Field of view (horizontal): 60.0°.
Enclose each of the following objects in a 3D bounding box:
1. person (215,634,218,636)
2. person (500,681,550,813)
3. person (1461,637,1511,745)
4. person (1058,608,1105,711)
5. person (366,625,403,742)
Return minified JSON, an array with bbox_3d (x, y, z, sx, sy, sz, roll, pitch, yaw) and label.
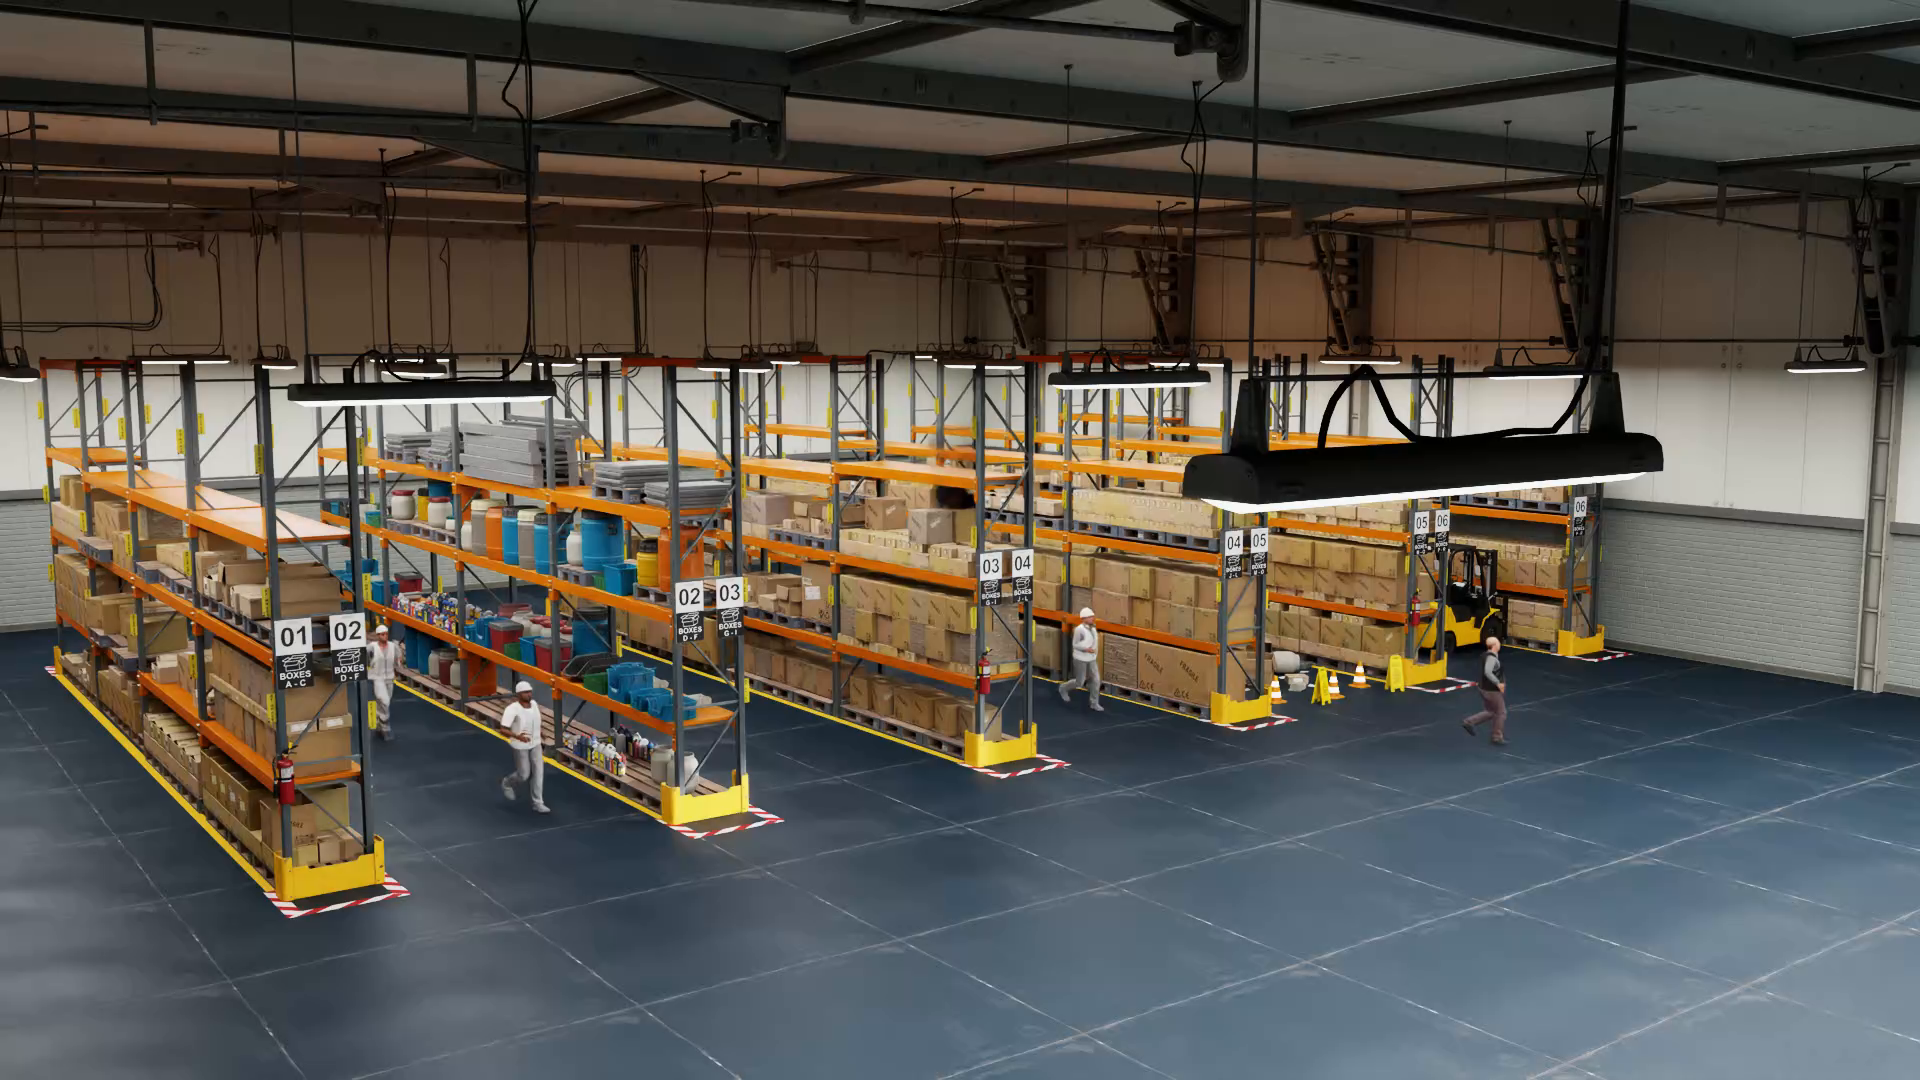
[{"bbox_3d":[-13.729,1.824,31.094,0.585,1.550,0.539,7,9,44],"label":"person"},{"bbox_3d":[-5.830,2.765,22.364,0.860,1.745,0.712,5,9,38],"label":"person"},{"bbox_3d":[8.292,2.367,26.102,0.749,1.709,0.685,1,7,5],"label":"person"},{"bbox_3d":[2.110,2.028,28.582,0.927,1.764,0.646,7,9,44],"label":"person"},{"bbox_3d":[-9.206,2.262,26.500,0.876,1.844,0.643,6,9,41],"label":"person"}]
